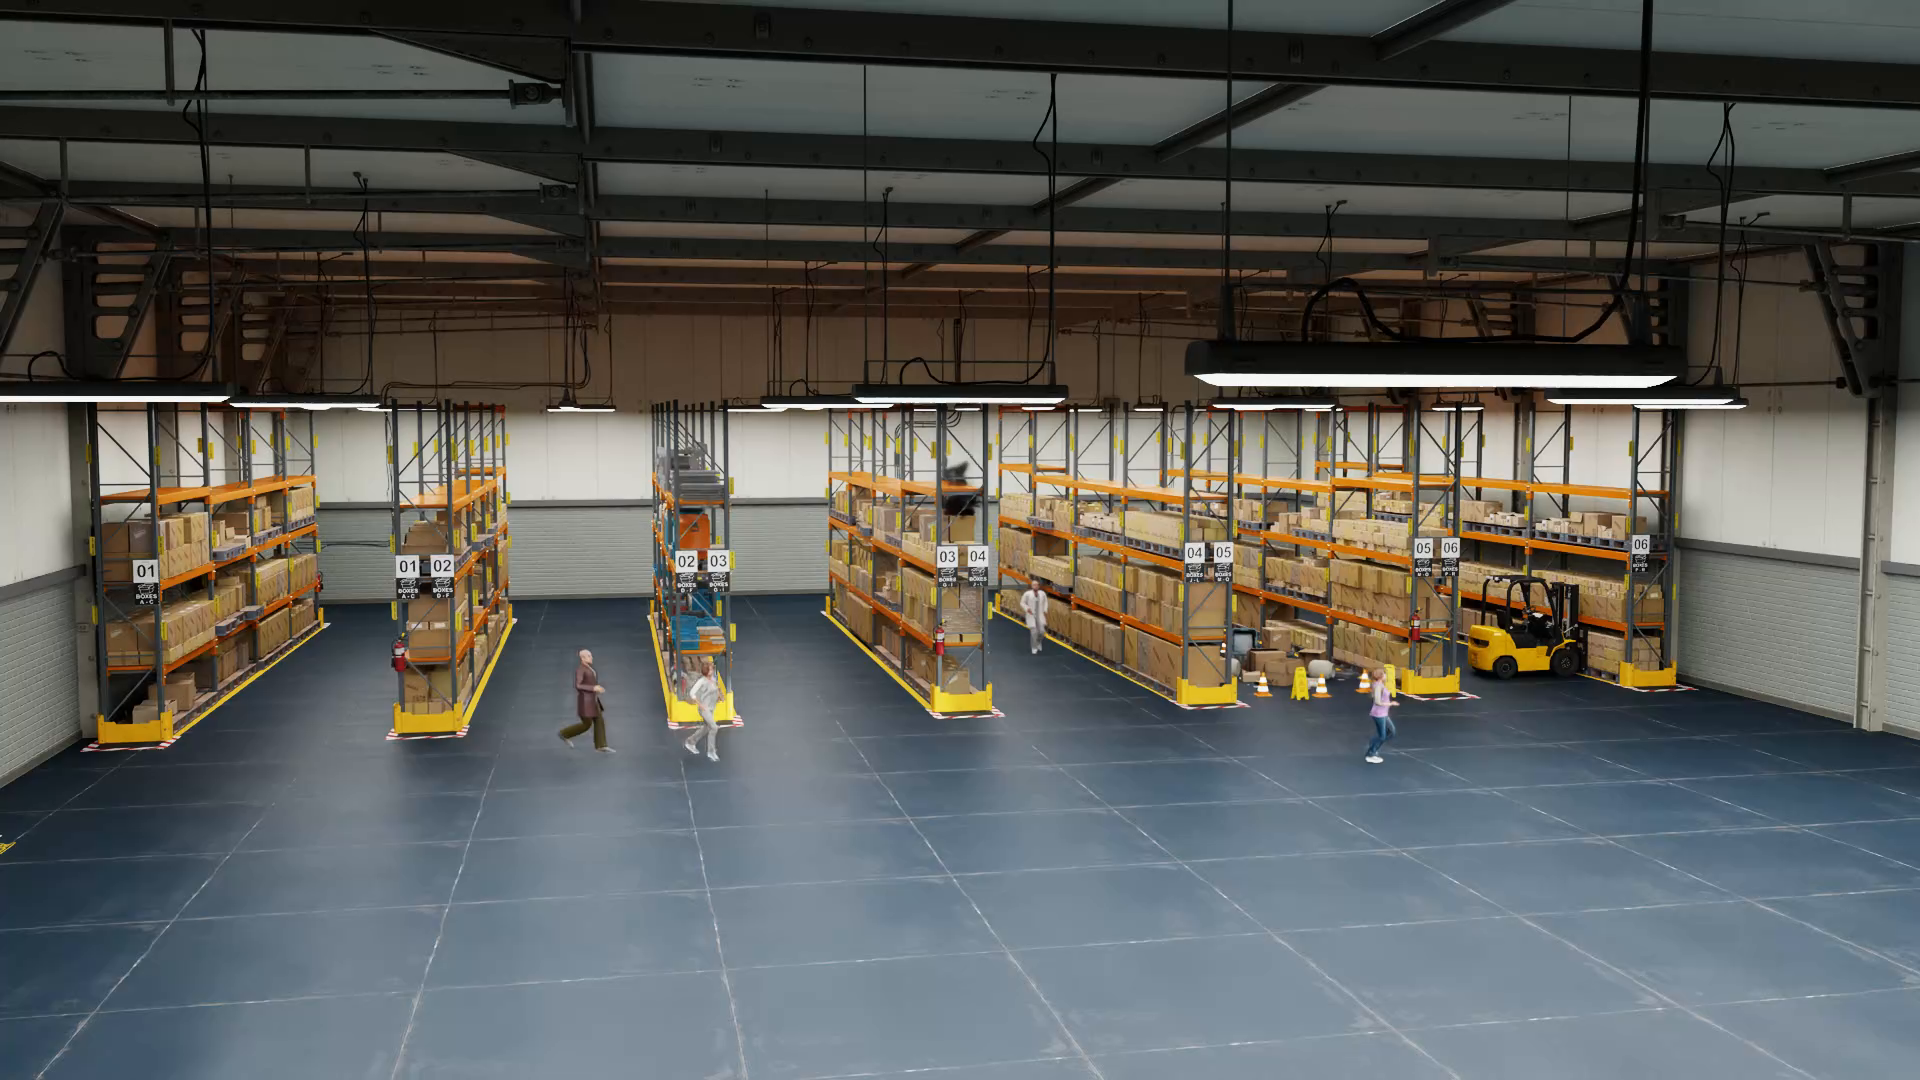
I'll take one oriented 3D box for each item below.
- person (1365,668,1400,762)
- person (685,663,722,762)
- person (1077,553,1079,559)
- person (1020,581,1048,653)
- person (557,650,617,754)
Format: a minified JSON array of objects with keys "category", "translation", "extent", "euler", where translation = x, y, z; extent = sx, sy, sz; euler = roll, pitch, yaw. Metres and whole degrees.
[{"category":"person","translation":[6.944,2.874,27.284],"extent":[0.555,1.559,0.522],"euler":[2,5,20]},{"category":"person","translation":[-4.254,2.853,27.611],"extent":[0.696,1.638,0.569],"euler":[2,5,21]},{"category":"person","translation":[3.333,1.208,48.162],"extent":[0.663,1.703,0.945],"euler":[-2,5,-29]},{"category":"person","translation":[1.804,1.848,39.859],"extent":[0.716,1.744,0.618],"euler":[-1,4,-10]},{"category":"person","translation":[-6.273,2.728,27.960],"extent":[1.008,1.750,0.709],"euler":[1,4,9]}]
